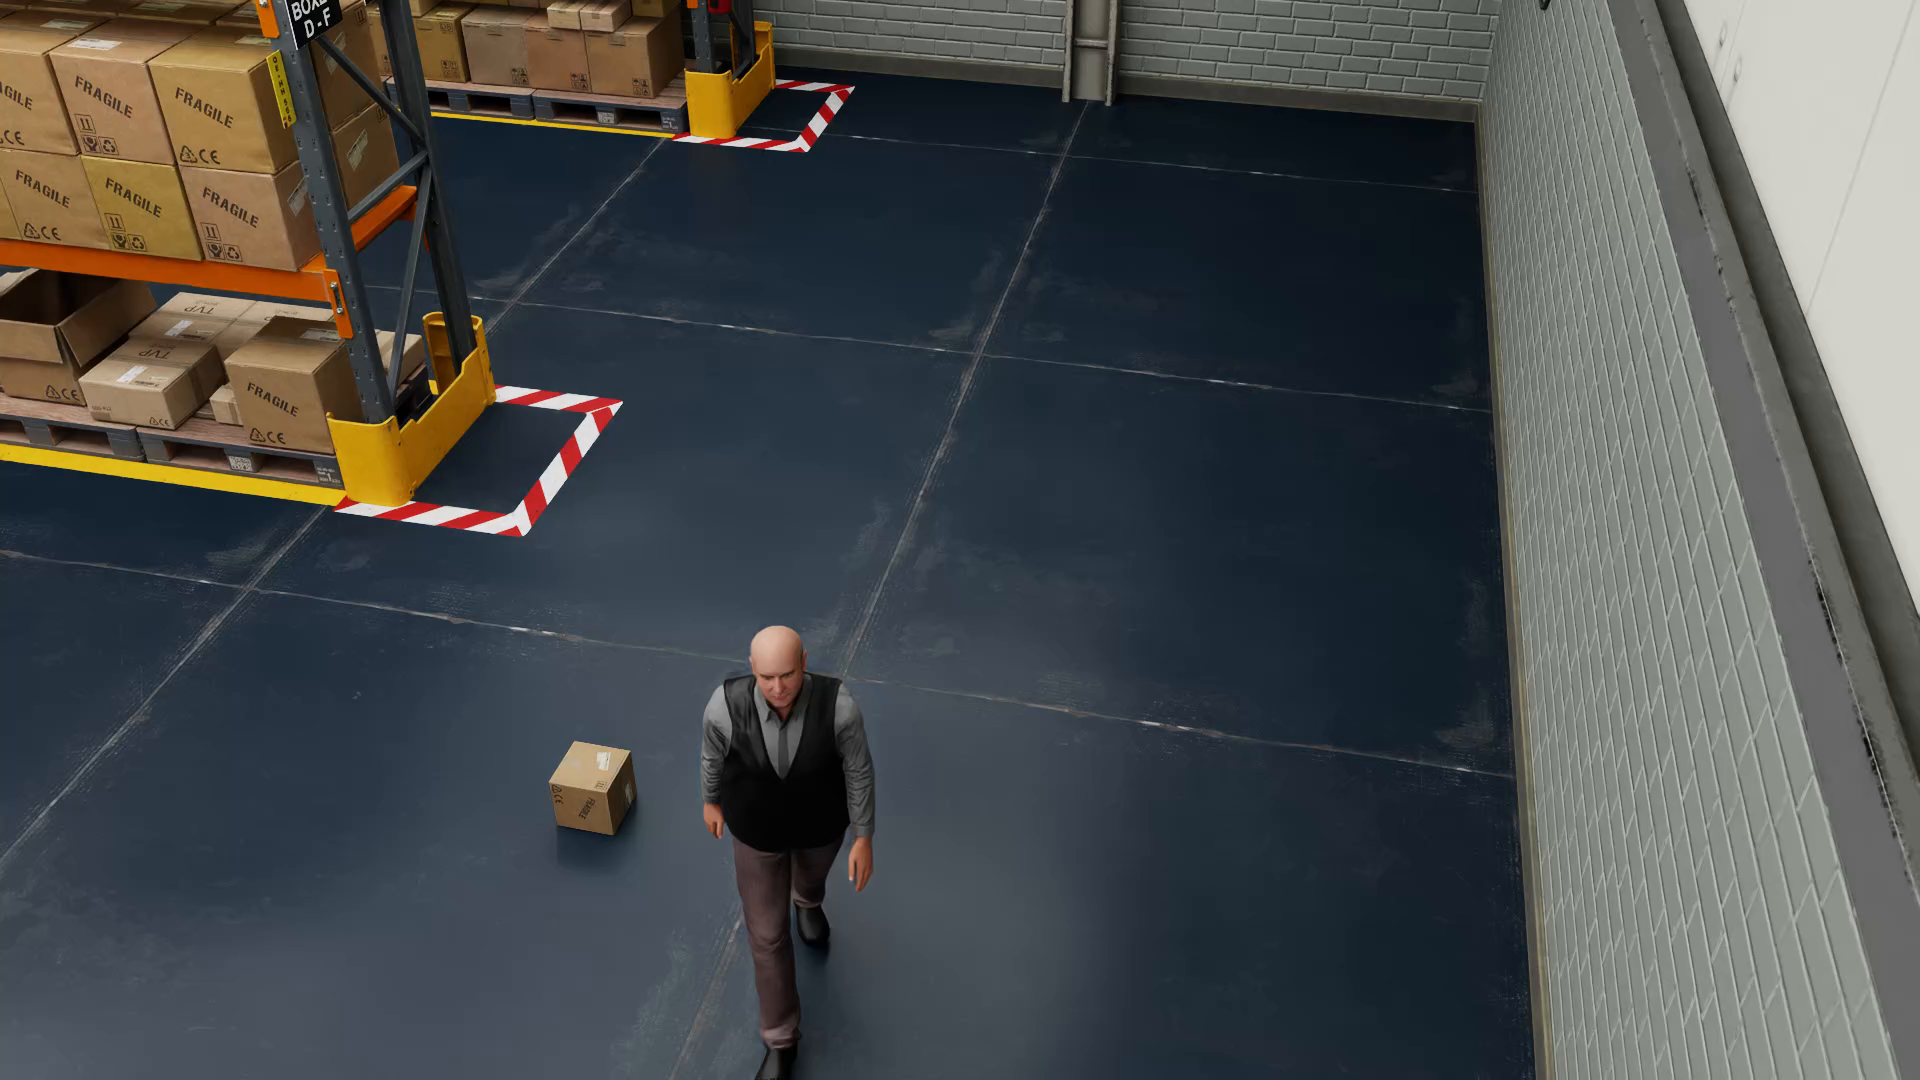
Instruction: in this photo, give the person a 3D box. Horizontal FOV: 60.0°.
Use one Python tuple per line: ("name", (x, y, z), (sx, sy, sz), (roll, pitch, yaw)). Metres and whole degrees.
("person", (-0.569, 0.989, 5.622), (0.585, 1.666, 0.985), (-6, 37, -8))
